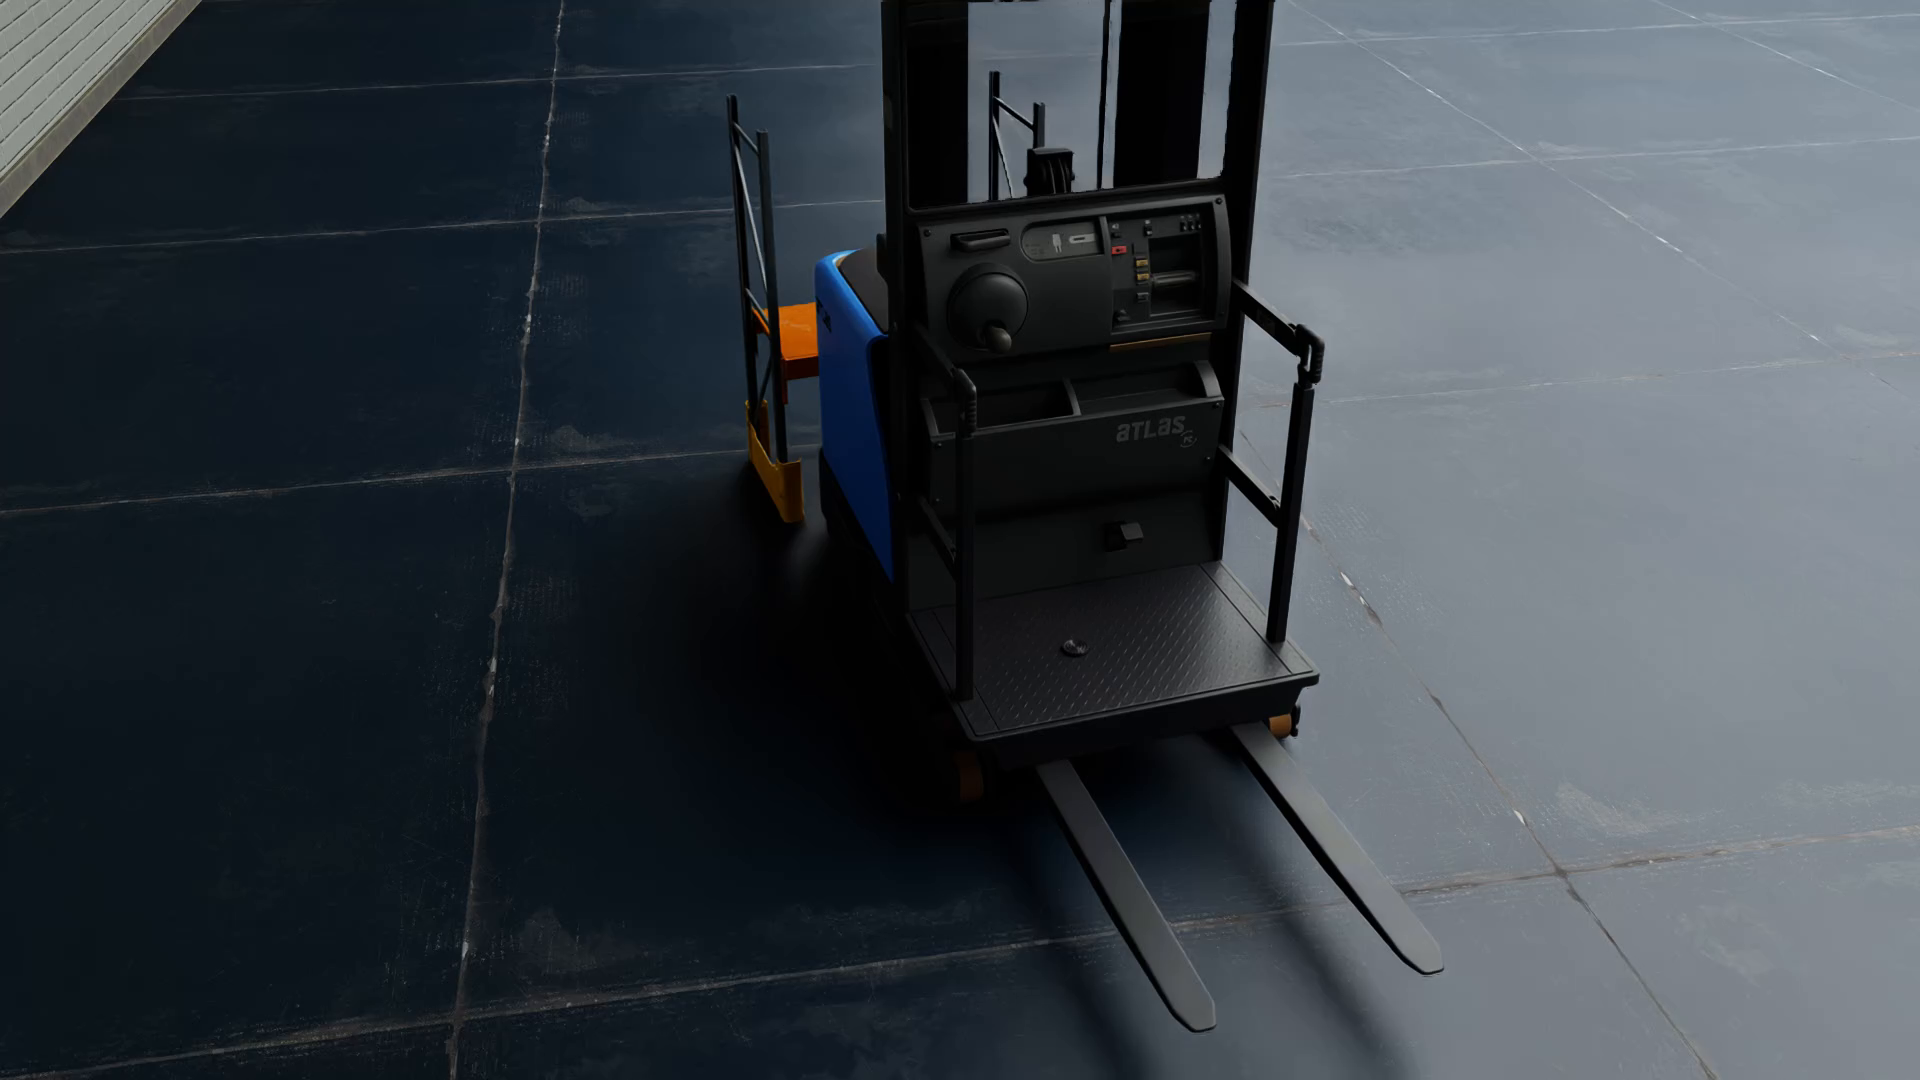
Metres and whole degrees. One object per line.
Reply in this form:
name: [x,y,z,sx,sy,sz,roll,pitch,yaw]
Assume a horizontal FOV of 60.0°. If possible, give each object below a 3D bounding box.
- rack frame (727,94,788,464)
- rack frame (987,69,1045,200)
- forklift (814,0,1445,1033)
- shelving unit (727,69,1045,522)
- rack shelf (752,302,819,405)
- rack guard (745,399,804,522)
rack frame: [-0.750,-0.856,6.226,0.032,1.500,0.500,-10,32,-17]
rack frame: [0.206,-1.031,6.523,0.032,1.500,0.500,-10,32,-17]
forklift: [0.403,-0.710,4.565,1.130,2.935,3.031,-9,32,-15]
shelving unit: [-0.264,-0.945,6.377,1.083,1.500,0.587,-10,32,-17]
rack shelf: [-0.272,-0.788,6.466,1.000,0.185,0.538,-10,32,-17]
rack guard: [-0.732,-0.320,6.548,0.087,0.250,0.587,-10,32,-17]
